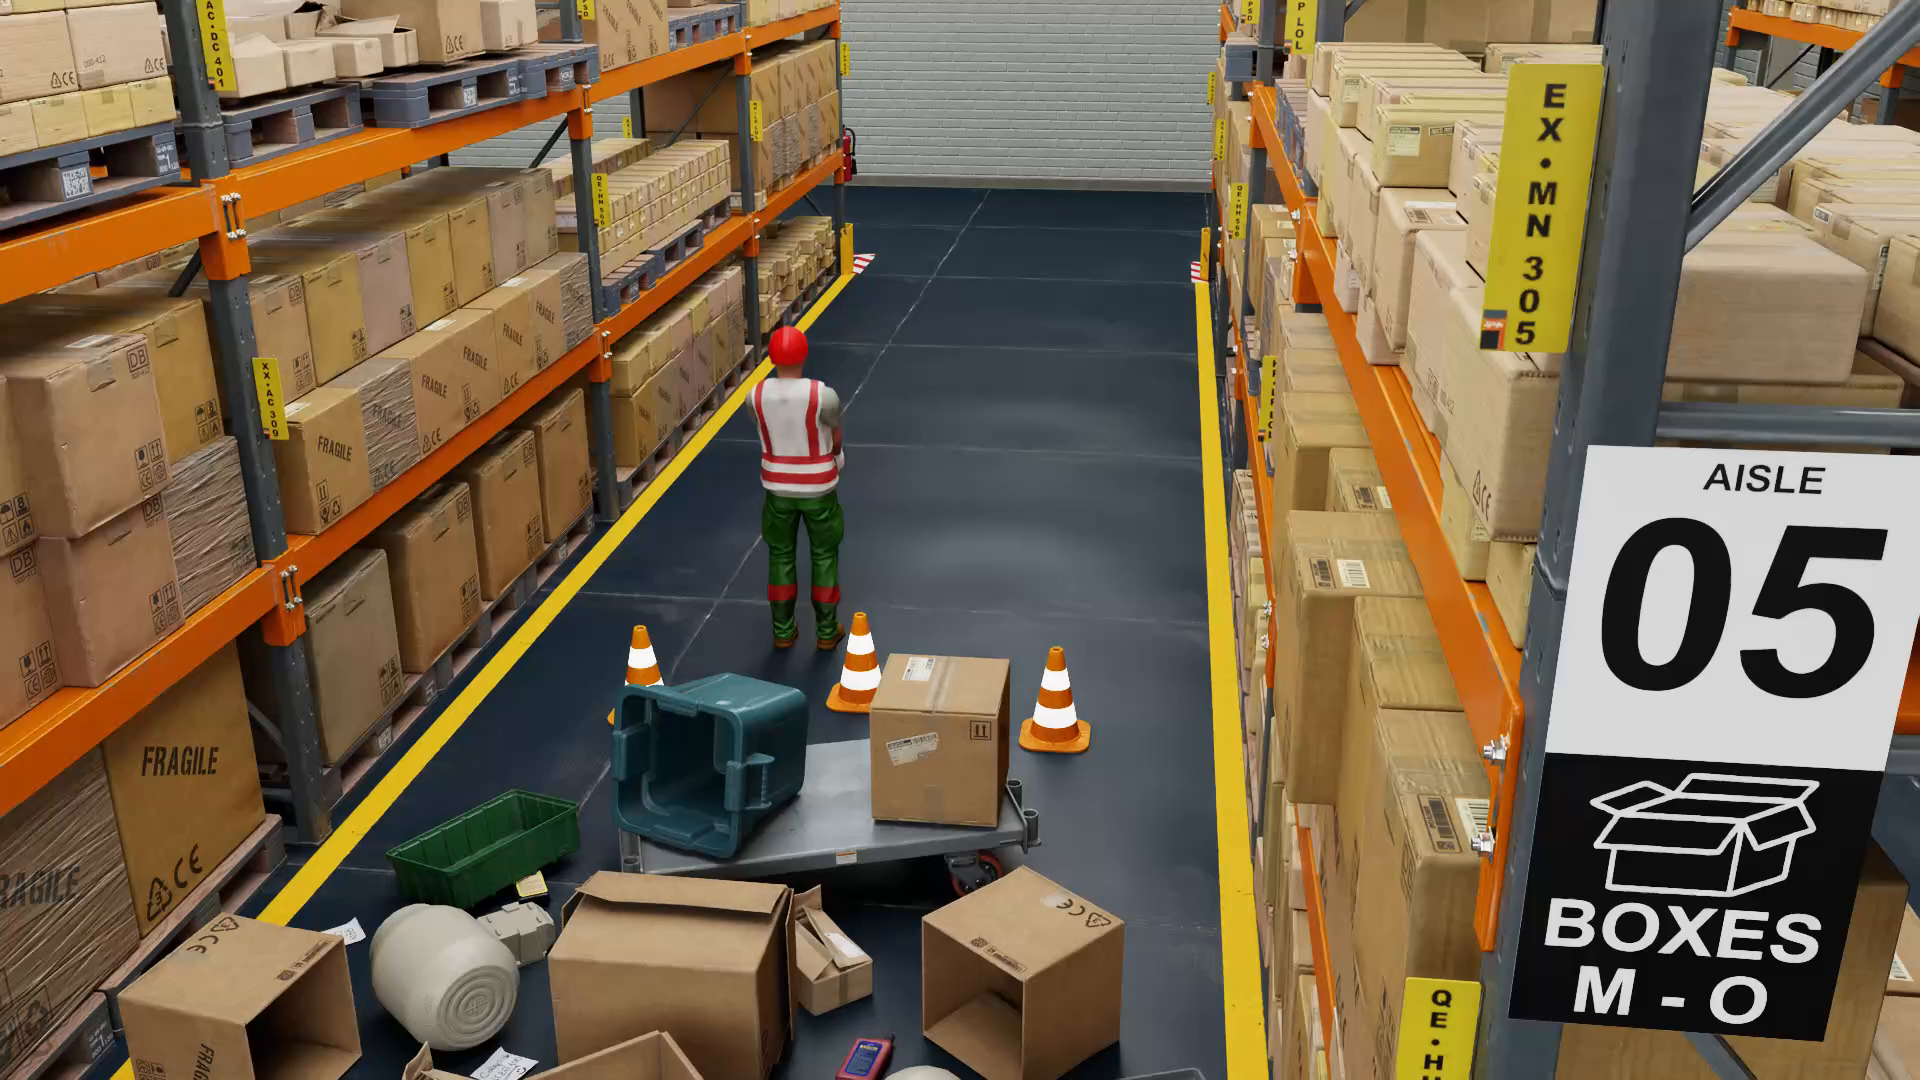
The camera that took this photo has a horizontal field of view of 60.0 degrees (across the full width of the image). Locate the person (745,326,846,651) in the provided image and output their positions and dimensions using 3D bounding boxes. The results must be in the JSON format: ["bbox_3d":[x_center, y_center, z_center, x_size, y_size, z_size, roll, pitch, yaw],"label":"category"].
[{"bbox_3d":[-0.844,-0.307,8.859,0.493,1.782,0.564,3,21,7],"label":"person"}]
